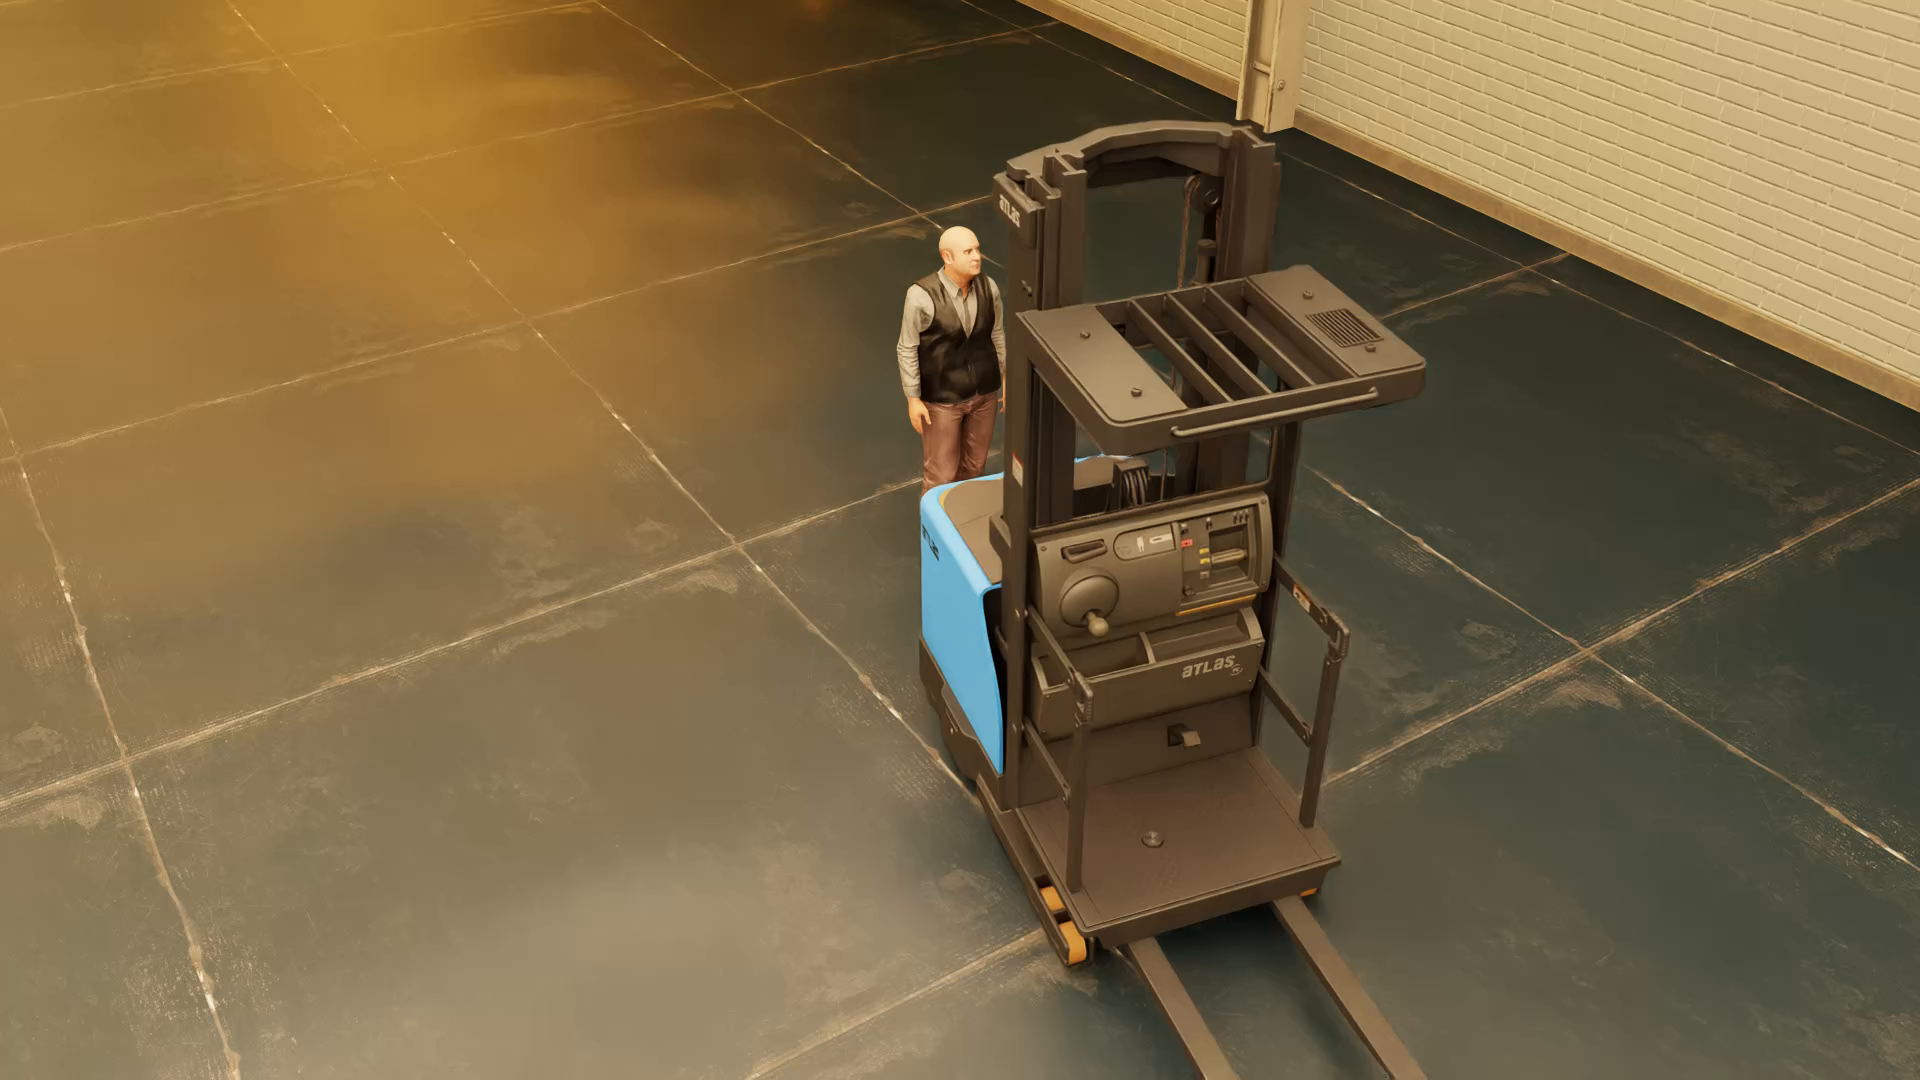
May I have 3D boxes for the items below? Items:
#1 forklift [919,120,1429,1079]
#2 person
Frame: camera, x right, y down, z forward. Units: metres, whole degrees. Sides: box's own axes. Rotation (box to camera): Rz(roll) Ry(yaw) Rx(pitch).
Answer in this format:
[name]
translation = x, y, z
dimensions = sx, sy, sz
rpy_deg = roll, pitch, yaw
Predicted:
[forklift]
translation = 0.794, 0.158, 5.923
dimensions = 1.130, 2.935, 3.031
rpy_deg = -12, 37, -16
[person]
translation = 0.027, -0.678, 8.152
dimensions = 0.632, 1.720, 0.568
rpy_deg = -21, 40, -27
